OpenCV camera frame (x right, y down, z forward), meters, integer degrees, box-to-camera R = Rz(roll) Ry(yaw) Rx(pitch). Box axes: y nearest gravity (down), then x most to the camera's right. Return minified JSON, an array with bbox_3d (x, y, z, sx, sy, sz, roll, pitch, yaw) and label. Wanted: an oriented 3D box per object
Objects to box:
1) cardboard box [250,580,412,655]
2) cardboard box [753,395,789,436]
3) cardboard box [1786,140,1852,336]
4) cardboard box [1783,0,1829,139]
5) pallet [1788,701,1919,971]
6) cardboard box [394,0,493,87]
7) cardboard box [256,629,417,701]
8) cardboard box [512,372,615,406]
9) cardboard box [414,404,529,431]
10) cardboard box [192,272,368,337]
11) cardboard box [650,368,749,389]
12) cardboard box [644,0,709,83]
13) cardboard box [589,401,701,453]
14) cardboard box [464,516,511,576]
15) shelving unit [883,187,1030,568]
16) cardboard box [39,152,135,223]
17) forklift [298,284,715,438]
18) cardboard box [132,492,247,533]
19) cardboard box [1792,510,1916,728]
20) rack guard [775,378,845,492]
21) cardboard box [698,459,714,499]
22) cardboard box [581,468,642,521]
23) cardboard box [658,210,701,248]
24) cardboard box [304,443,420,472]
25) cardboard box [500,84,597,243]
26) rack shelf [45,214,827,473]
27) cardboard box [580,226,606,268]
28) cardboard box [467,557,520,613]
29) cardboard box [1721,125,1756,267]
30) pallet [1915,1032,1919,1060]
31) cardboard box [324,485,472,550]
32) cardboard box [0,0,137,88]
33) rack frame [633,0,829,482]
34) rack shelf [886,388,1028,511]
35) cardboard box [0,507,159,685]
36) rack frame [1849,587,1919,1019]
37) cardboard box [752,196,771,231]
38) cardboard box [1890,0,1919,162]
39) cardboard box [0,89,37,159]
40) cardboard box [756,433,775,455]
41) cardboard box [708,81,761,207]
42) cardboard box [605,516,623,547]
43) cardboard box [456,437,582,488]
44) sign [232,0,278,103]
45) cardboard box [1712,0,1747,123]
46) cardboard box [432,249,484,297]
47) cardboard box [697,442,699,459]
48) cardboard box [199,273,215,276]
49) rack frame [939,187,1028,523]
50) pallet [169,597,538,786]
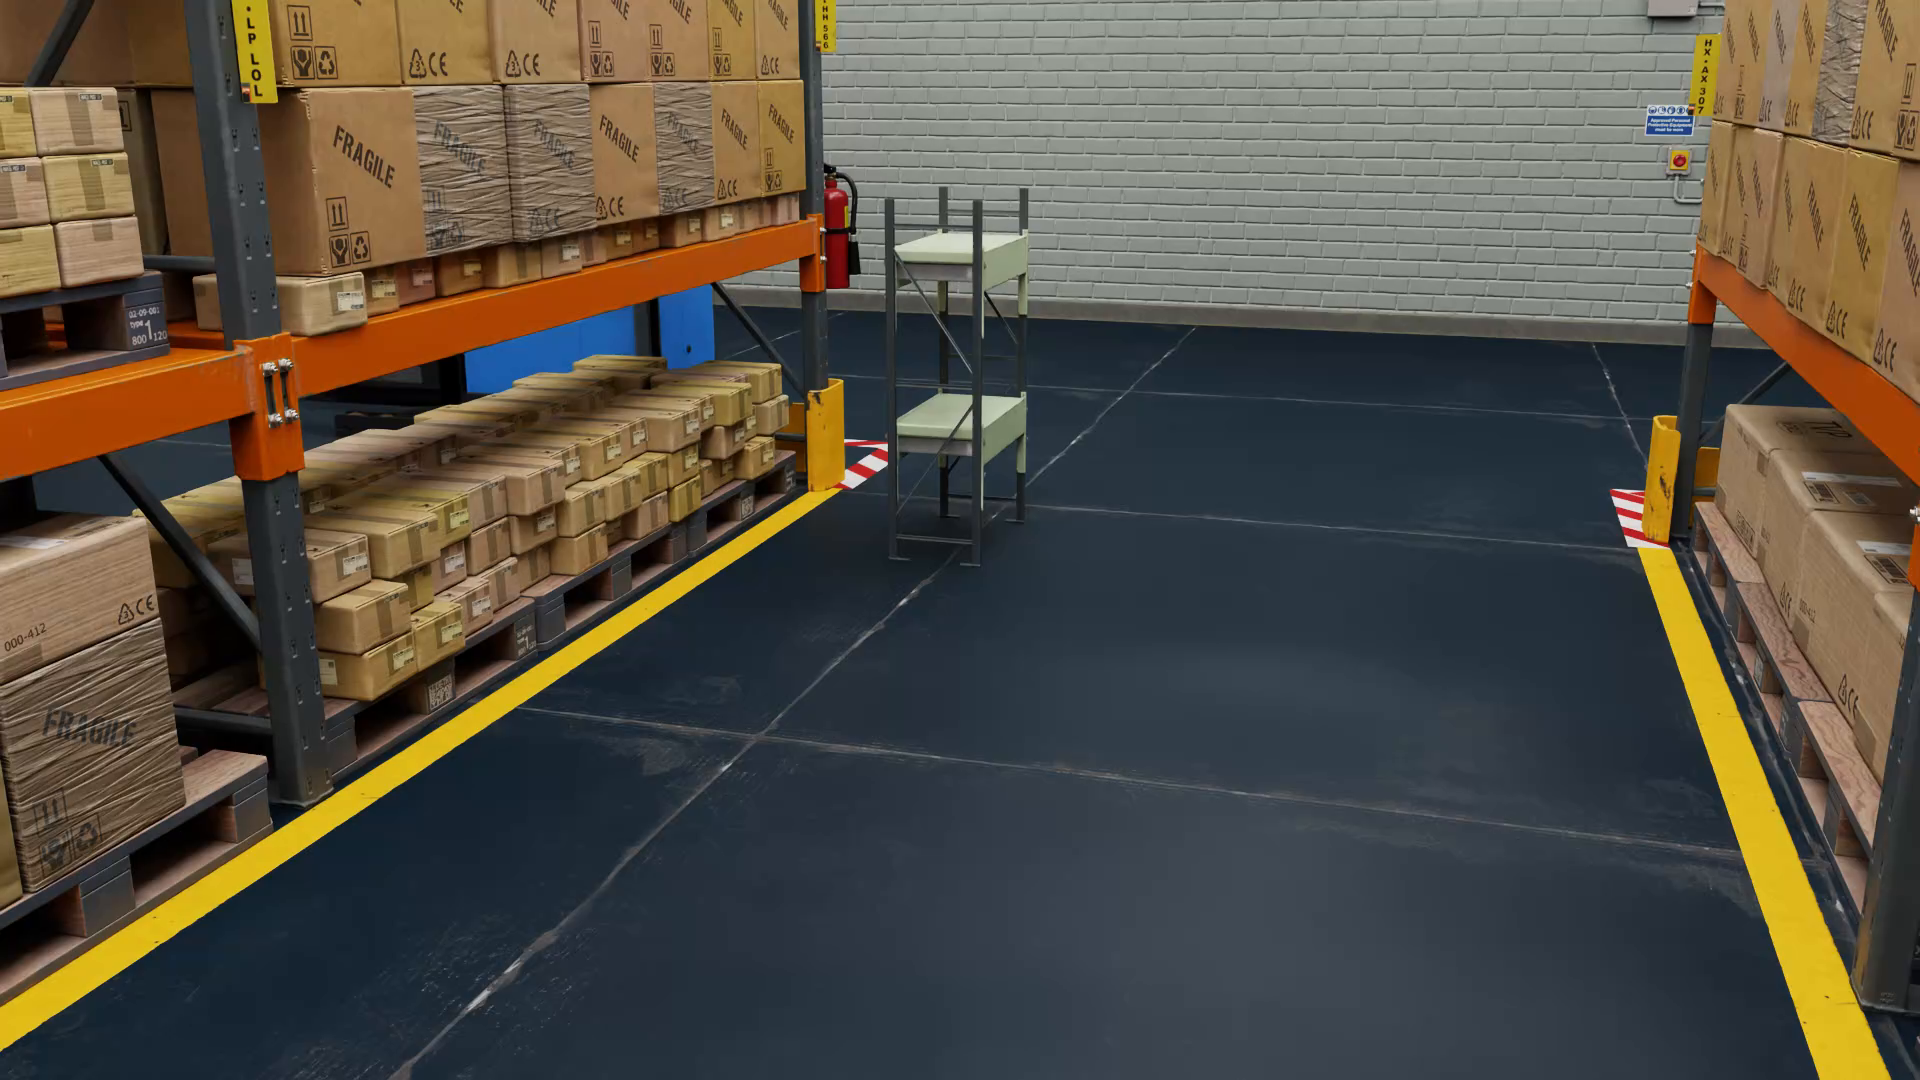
[{"bbox_3d":[-1.880,0.217,4.978,0.380,0.149,0.250,5,17,18],"label":"cardboard box"},{"bbox_3d":[-1.030,-0.599,7.855,0.380,0.149,0.250,4,16,14],"label":"cardboard box"},{"bbox_3d":[2.641,-0.839,4.607,0.500,0.500,0.500,4,16,15],"label":"cardboard box"},{"bbox_3d":[2.792,-1.453,4.938,0.500,0.500,0.500,5,17,16],"label":"cardboard box"},{"bbox_3d":[2.775,0.767,4.240,1.003,0.211,1.213,5,16,16],"label":"pallet"},{"bbox_3d":[-1.796,-1.648,5.081,0.500,0.500,0.500,4,16,14],"label":"cardboard box"},{"bbox_3d":[-1.879,0.360,5.019,0.380,0.149,0.250,4,16,13],"label":"cardboard box"},{"bbox_3d":[-1.786,-0.655,7.505,0.380,0.149,0.250,5,16,16],"label":"cardboard box"},{"bbox_3d":[-1.983,-0.446,6.770,0.380,0.149,0.250,5,17,17],"label":"cardboard box"},{"bbox_3d":[-1.896,-0.667,4.646,0.380,0.149,0.250,5,17,18],"label":"cardboard box"},{"bbox_3d":[-1.188,-0.683,7.606,0.380,0.149,0.250,5,17,17],"label":"cardboard box"},{"bbox_3d":[-1.328,-2.050,6.499,0.500,0.500,0.500,6,17,19],"label":"cardboard box"},{"bbox_3d":[-1.297,-0.468,6.848,0.380,0.149,0.250,5,17,18],"label":"cardboard box"},{"bbox_3d":[-1.780,0.007,5.718,0.380,0.149,0.250,4,16,13],"label":"cardboard box"},{"bbox_3d":[-0.002,-0.720,7.119,0.431,1.500,0.755,5,16,16],"label":"shelving unit"},{"bbox_3d":[-2.214,-0.844,3.955,0.380,0.149,0.250,5,17,18],"label":"cardboard box"},{"bbox_3d":[-2.981,-2.076,9.276,3.031,2.935,1.130,4,16,14],"label":"forklift"},{"bbox_3d":[-2.404,-0.039,5.336,0.380,0.149,0.250,5,17,17],"label":"cardboard box"},{"bbox_3d":[3.020,0.258,4.848,0.875,0.438,0.875,4,16,14],"label":"cardboard box"},{"bbox_3d":[-1.175,-0.564,8.400,1.175,0.500,0.348,5,16,16],"label":"rack guard"},{"bbox_3d":[-1.295,-0.259,7.202,0.380,0.149,0.250,5,17,16],"label":"cardboard box"},{"bbox_3d":[-1.453,-0.187,6.402,0.380,0.149,0.250,5,17,16],"label":"cardboard box"},{"bbox_3d":[-1.292,-1.294,6.854,0.380,0.149,0.250,4,16,13],"label":"cardboard box"},{"bbox_3d":[-2.203,-0.245,6.061,0.380,0.149,0.250,4,16,13],"label":"cardboard box"},{"bbox_3d":[-1.597,-1.300,5.686,0.500,0.500,0.500,4,16,15],"label":"cardboard box"},{"bbox_3d":[-1.722,-0.917,6.383,1.077,0.370,4.000,5,16,16],"label":"rack shelf"},{"bbox_3d":[-1.537,-1.089,6.134,0.380,0.149,0.250,5,17,18],"label":"cardboard box"},{"bbox_3d":[-1.758,0.151,5.756,0.380,0.149,0.250,4,16,15],"label":"cardboard box"},{"bbox_3d":[3.092,-1.239,6.017,0.500,0.500,0.500,4,16,15],"label":"cardboard box"},{"bbox_3d":[2.337,1.167,2.828,1.003,0.211,1.213,5,16,16],"label":"pallet"},{"bbox_3d":[-1.834,-0.068,5.436,0.380,0.149,0.250,4,16,15],"label":"cardboard box"},{"bbox_3d":[-2.416,-1.556,4.756,0.500,0.500,0.500,4,16,14],"label":"cardboard box"},{"bbox_3d":[-1.154,-1.786,8.129,1.000,3.000,0.127,5,16,16],"label":"rack frame"},{"bbox_3d":[-0.002,-0.406,7.208,0.431,0.370,0.720,5,16,16],"label":"rack shelf"},{"bbox_3d":[-2.260,0.115,3.865,0.500,0.250,0.500,4,16,14],"label":"cardboard box"},{"bbox_3d":[2.484,-0.382,3.180,1.000,3.000,0.127,5,16,16],"label":"rack frame"},{"bbox_3d":[-1.082,-1.496,7.566,0.380,0.149,0.250,5,16,16],"label":"cardboard box"},{"bbox_3d":[2.354,-1.056,3.540,0.500,0.500,0.500,4,16,15],"label":"cardboard box"},{"bbox_3d":[-2.293,-0.916,3.664,0.380,0.149,0.250,4,16,14],"label":"cardboard box"},{"bbox_3d":[-1.103,-0.463,7.918,0.380,0.149,0.250,5,17,17],"label":"cardboard box"},{"bbox_3d":[-1.186,-1.705,7.116,0.500,0.500,0.500,4,16,15],"label":"cardboard box"},{"bbox_3d":[-1.548,-0.058,6.490,0.380,0.149,0.250,5,17,17],"label":"cardboard box"},{"bbox_3d":[-1.633,-0.276,6.169,0.380,0.149,0.250,4,16,14],"label":"cardboard box"},{"bbox_3d":[-1.757,-1.254,4.133,0.100,0.325,0.005,5,16,16],"label":"sign"},{"bbox_3d":[3.212,-1.854,6.354,0.500,0.500,0.500,4,16,15],"label":"cardboard box"},{"bbox_3d":[-1.786,-0.885,5.414,0.380,0.149,0.250,4,16,13],"label":"cardboard box"},{"bbox_3d":[-1.351,-0.401,7.156,0.380,0.149,0.250,4,16,15],"label":"cardboard box"},{"bbox_3d":[-2.465,-0.787,5.069,0.380,0.149,0.250,4,16,14],"label":"cardboard box"},{"bbox_3d":[0.102,-0.816,7.456,0.400,1.500,0.023,5,16,16],"label":"rack frame"},{"bbox_3d":[-2.133,0.424,5.449,1.003,0.211,1.213,5,16,16],"label":"pallet"}]
